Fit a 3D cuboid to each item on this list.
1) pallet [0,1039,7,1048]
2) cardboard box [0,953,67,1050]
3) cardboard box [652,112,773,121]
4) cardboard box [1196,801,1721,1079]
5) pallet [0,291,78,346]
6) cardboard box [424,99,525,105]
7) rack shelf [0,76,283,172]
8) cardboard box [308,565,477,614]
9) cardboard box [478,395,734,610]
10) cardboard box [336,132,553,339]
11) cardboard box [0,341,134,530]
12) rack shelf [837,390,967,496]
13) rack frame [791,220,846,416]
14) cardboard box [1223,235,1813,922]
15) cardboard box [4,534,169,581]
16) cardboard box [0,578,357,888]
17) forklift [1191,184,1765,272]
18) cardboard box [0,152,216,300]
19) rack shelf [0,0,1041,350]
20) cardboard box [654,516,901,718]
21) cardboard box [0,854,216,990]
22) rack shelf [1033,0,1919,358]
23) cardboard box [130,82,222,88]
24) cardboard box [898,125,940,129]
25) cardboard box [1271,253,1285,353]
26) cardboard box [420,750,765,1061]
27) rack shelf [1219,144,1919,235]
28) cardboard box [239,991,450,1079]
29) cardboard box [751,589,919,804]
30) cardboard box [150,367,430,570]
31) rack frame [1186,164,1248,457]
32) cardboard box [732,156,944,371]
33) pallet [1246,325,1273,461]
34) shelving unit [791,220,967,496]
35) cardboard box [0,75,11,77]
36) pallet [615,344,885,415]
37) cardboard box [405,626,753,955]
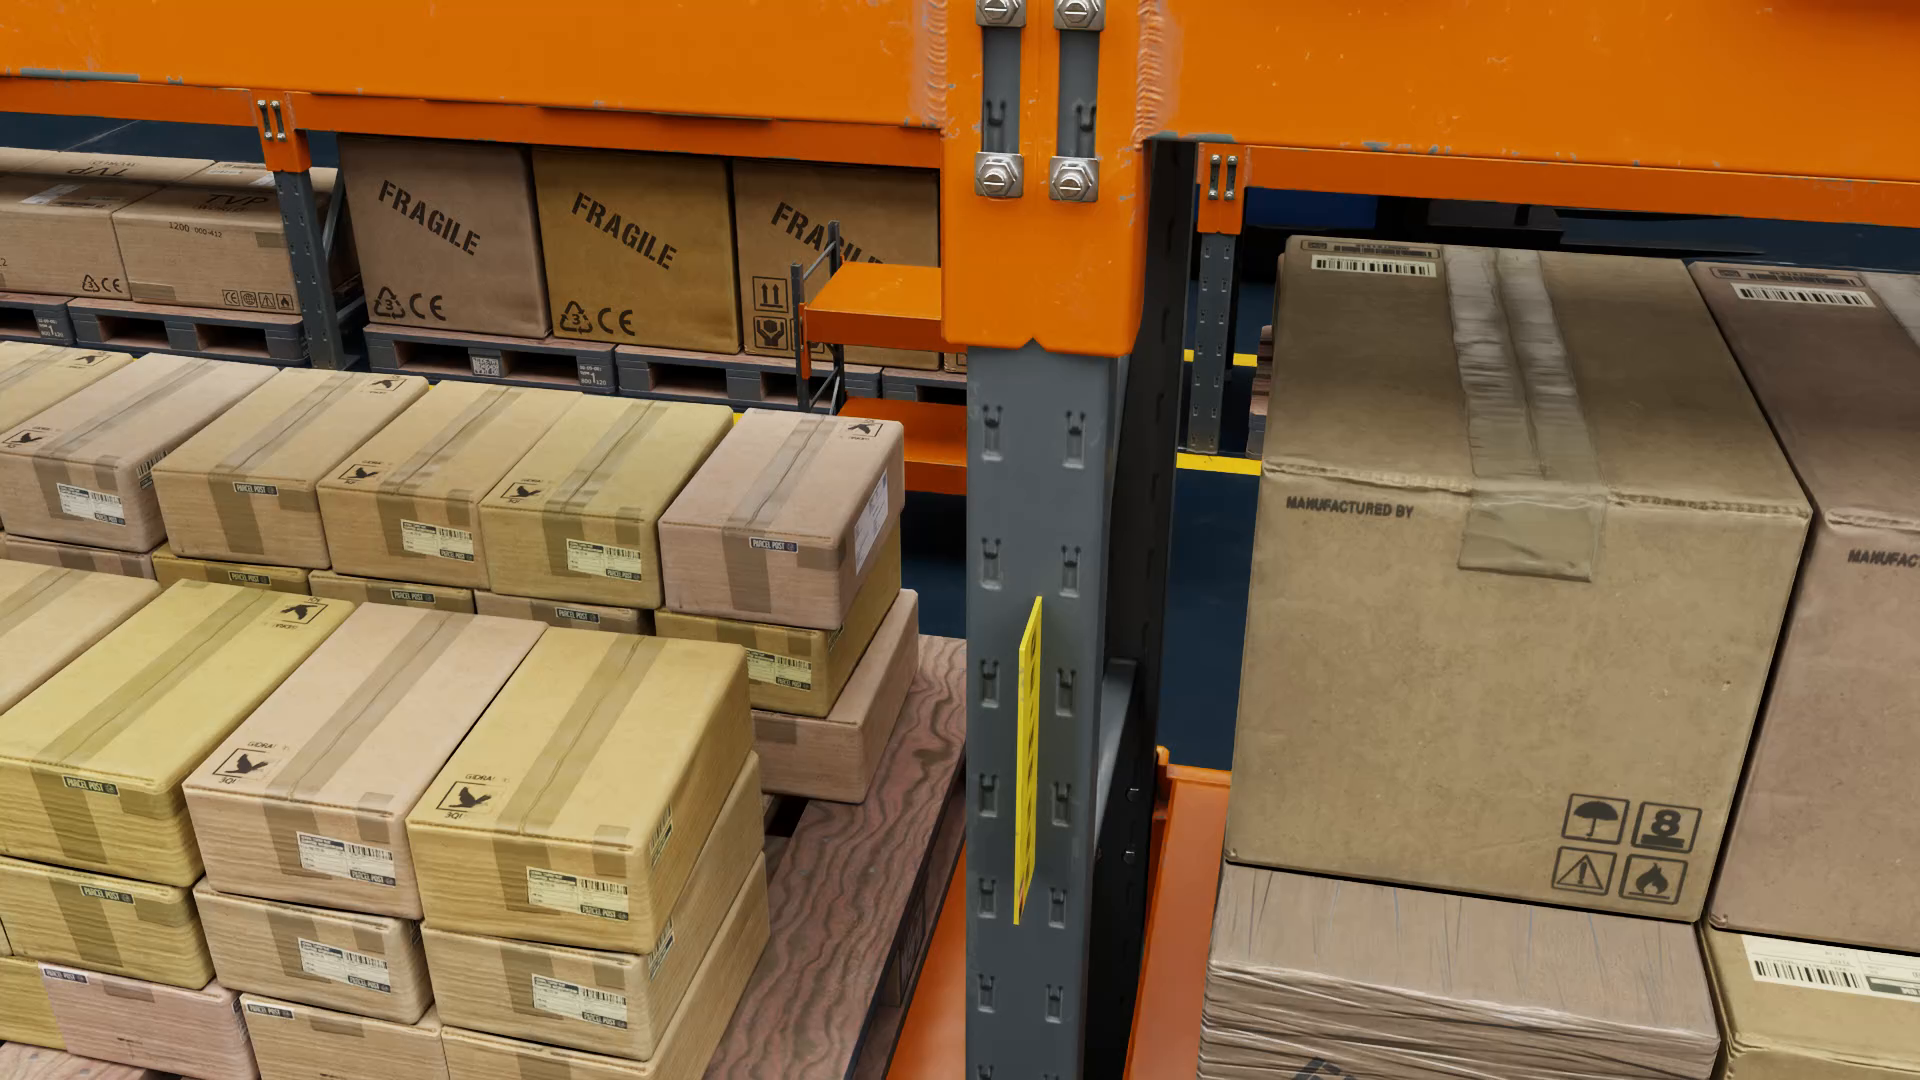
[{"bbox_3d":[-1.774,0.338,2.708,1.213,0.211,1.003,6,29,11],"label":"pallet"},{"bbox_3d":[-1.146,0.448,2.133,0.250,0.149,0.380,5,29,10],"label":"cardboard box"},{"bbox_3d":[-0.941,-1.904,6.760,0.500,0.250,0.500,5,29,10],"label":"cardboard box"},{"bbox_3d":[0.553,0.561,1.997,0.500,0.500,0.500,6,29,11],"label":"cardboard box"},{"bbox_3d":[-4.731,-1.314,8.430,1.213,0.211,1.003,6,29,11],"label":"pallet"},{"bbox_3d":[-1.925,-2.017,6.967,0.500,0.250,0.500,5,29,9],"label":"cardboard box"},{"bbox_3d":[-4.763,-2.187,7.871,4.000,0.370,1.077,6,29,11],"label":"rack shelf"},{"bbox_3d":[-0.788,0.035,2.577,0.250,0.149,0.380,5,29,9],"label":"cardboard box"},{"bbox_3d":[-0.505,-0.064,2.449,0.250,0.149,0.380,5,29,9],"label":"cardboard box"},{"bbox_3d":[-2.184,-1.530,7.696,0.875,0.875,0.875,7,29,12],"label":"cardboard box"},{"bbox_3d":[-1.527,-0.170,2.641,0.250,0.149,0.380,7,29,12],"label":"cardboard box"},{"bbox_3d":[-0.007,-0.280,6.099,1.000,0.278,0.538,6,29,11],"label":"rack shelf"},{"bbox_3d":[-0.504,-0.545,6.074,0.032,1.125,0.500,6,29,11],"label":"rack frame"},{"bbox_3d":[0.607,0.001,1.980,0.500,0.500,0.700,6,29,10],"label":"cardboard box"},{"bbox_3d":[-1.278,-0.016,2.670,0.250,0.149,0.380,6,29,11],"label":"cardboard box"},{"bbox_3d":[-0.906,0.212,1.944,0.250,0.149,0.380,7,29,12],"label":"cardboard box"},{"bbox_3d":[2.646,-2.815,8.340,3.031,2.935,1.130,4,29,7],"label":"forklift"},{"bbox_3d":[-4.274,-1.566,8.217,0.875,0.438,0.875,5,29,9],"label":"cardboard box"},{"bbox_3d":[-1.786,-0.767,2.153,4.000,0.370,1.077,6,29,11],"label":"rack shelf"},{"bbox_3d":[-0.261,0.086,2.483,0.250,0.149,0.380,7,30,13],"label":"cardboard box"},{"bbox_3d":[-0.927,0.342,2.016,0.250,0.149,0.380,7,29,12],"label":"cardboard box"},{"bbox_3d":[2.126,-0.366,1.421,4.000,0.370,1.077,6,29,11],"label":"rack shelf"},{"bbox_3d":[-3.314,-2.273,7.174,0.500,0.500,0.500,6,29,11],"label":"cardboard box"},{"bbox_3d":[0.053,-1.808,6.585,0.500,0.250,0.500,6,29,11],"label":"cardboard box"},{"bbox_3d":[1.655,-0.871,7.017,0.625,0.372,0.950,4,29,7],"label":"cardboard box"},{"bbox_3d":[-0.408,0.393,1.922,0.250,0.149,0.380,6,29,12],"label":"cardboard box"},{"bbox_3d":[3.061,-1.385,6.406,4.000,0.370,1.077,6,29,11],"label":"rack shelf"},{"bbox_3d":[-0.651,0.500,2.037,0.250,0.149,0.380,6,29,10],"label":"cardboard box"},{"bbox_3d":[-0.225,0.220,2.549,0.250,0.149,0.380,5,29,10],"label":"cardboard box"},{"bbox_3d":[-1.003,-0.118,2.547,0.250,0.149,0.380,5,29,8],"label":"cardboard box"},{"bbox_3d":[1.105,-1.901,6.599,0.127,3.000,1.000,6,29,11],"label":"rack frame"},{"bbox_3d":[-0.425,-1.353,7.373,0.875,0.875,0.875,6,29,11],"label":"cardboard box"},{"bbox_3d":[1.869,-0.599,7.124,1.213,0.211,1.003,6,29,11],"label":"pallet"},{"bbox_3d":[-0.007,-0.494,5.981,1.048,1.125,0.538,6,29,11],"label":"shelving unit"},{"bbox_3d":[-4.313,-2.365,7.343,0.500,0.500,0.500,5,29,10],"label":"cardboard box"},{"bbox_3d":[-0.840,-0.916,7.703,1.213,0.211,1.003,6,29,11],"label":"pallet"},{"bbox_3d":[-0.405,0.265,1.848,0.250,0.149,0.380,5,29,9],"label":"cardboard box"}]
